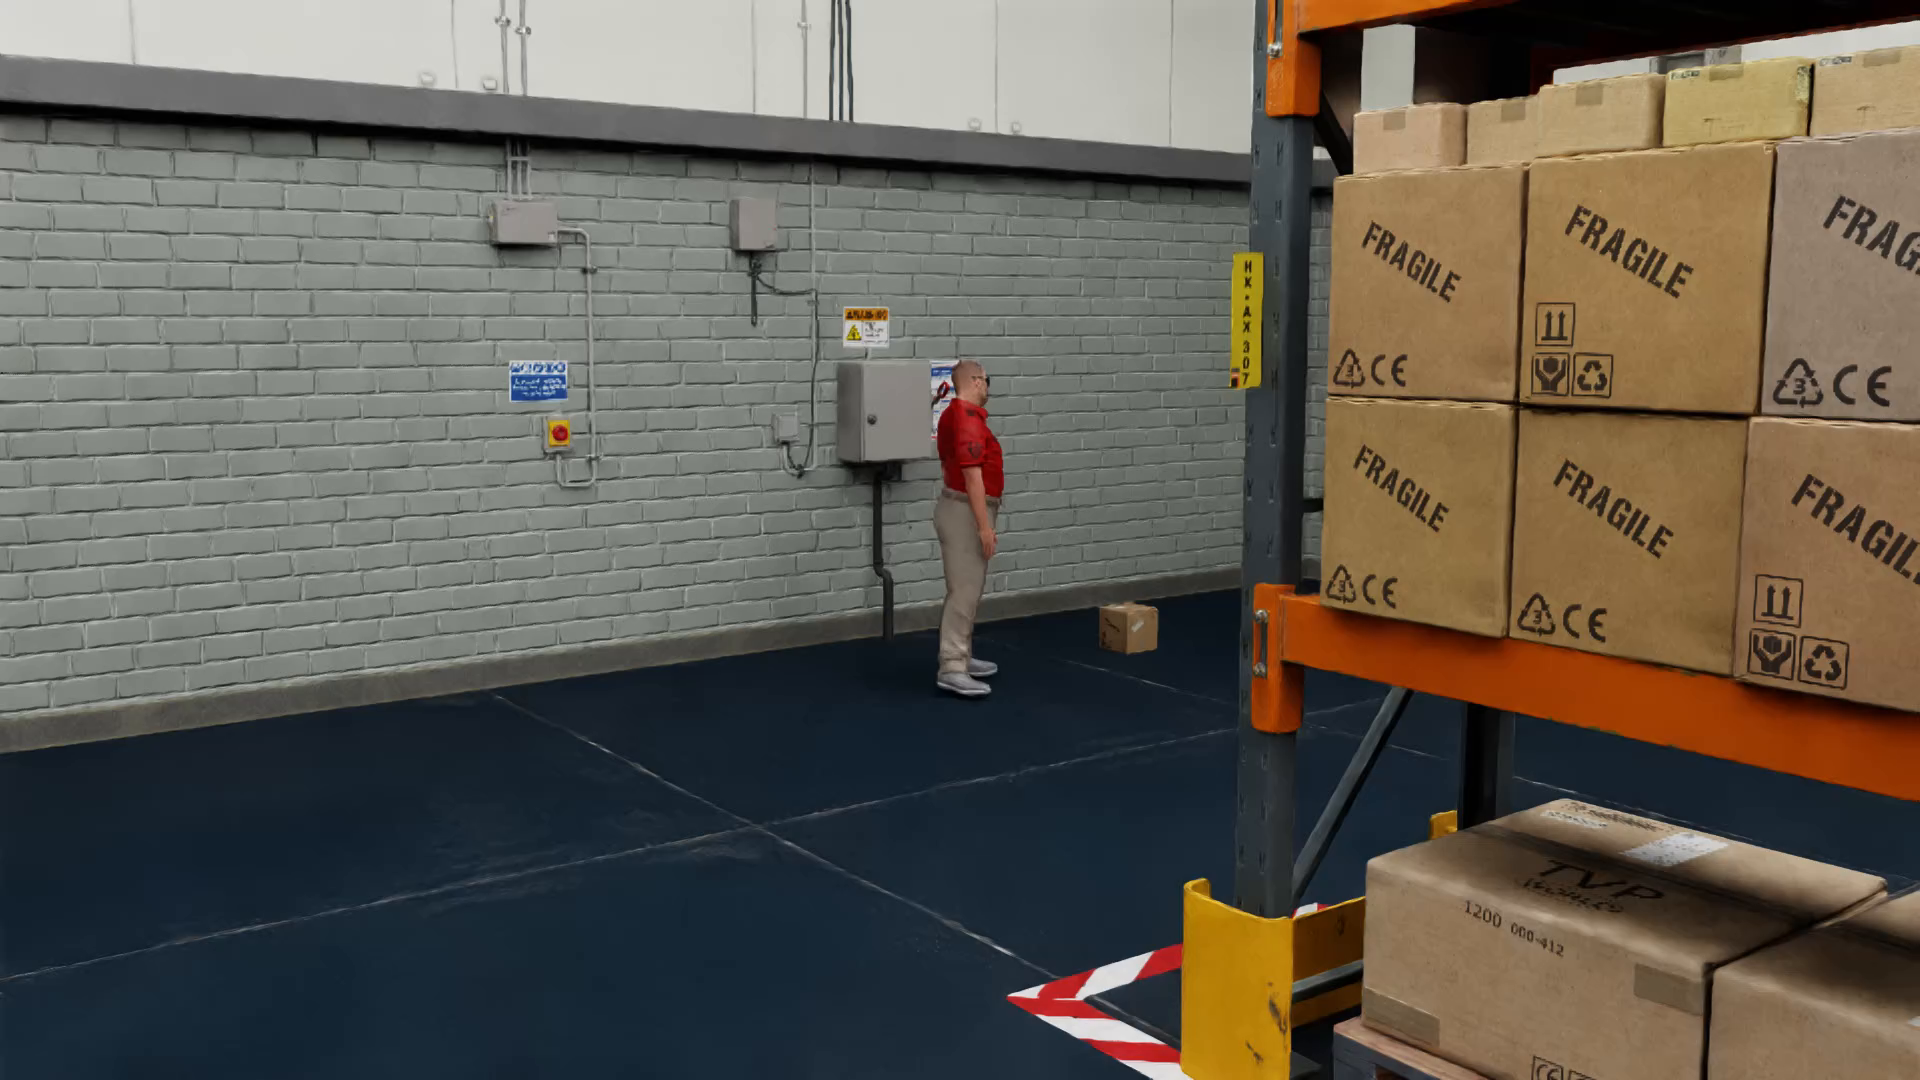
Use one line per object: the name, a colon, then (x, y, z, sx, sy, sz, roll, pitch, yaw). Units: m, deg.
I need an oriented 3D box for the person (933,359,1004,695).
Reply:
person: (0.050, -0.089, 8.836, 0.396, 1.733, 0.656, -1, 8, -9)
